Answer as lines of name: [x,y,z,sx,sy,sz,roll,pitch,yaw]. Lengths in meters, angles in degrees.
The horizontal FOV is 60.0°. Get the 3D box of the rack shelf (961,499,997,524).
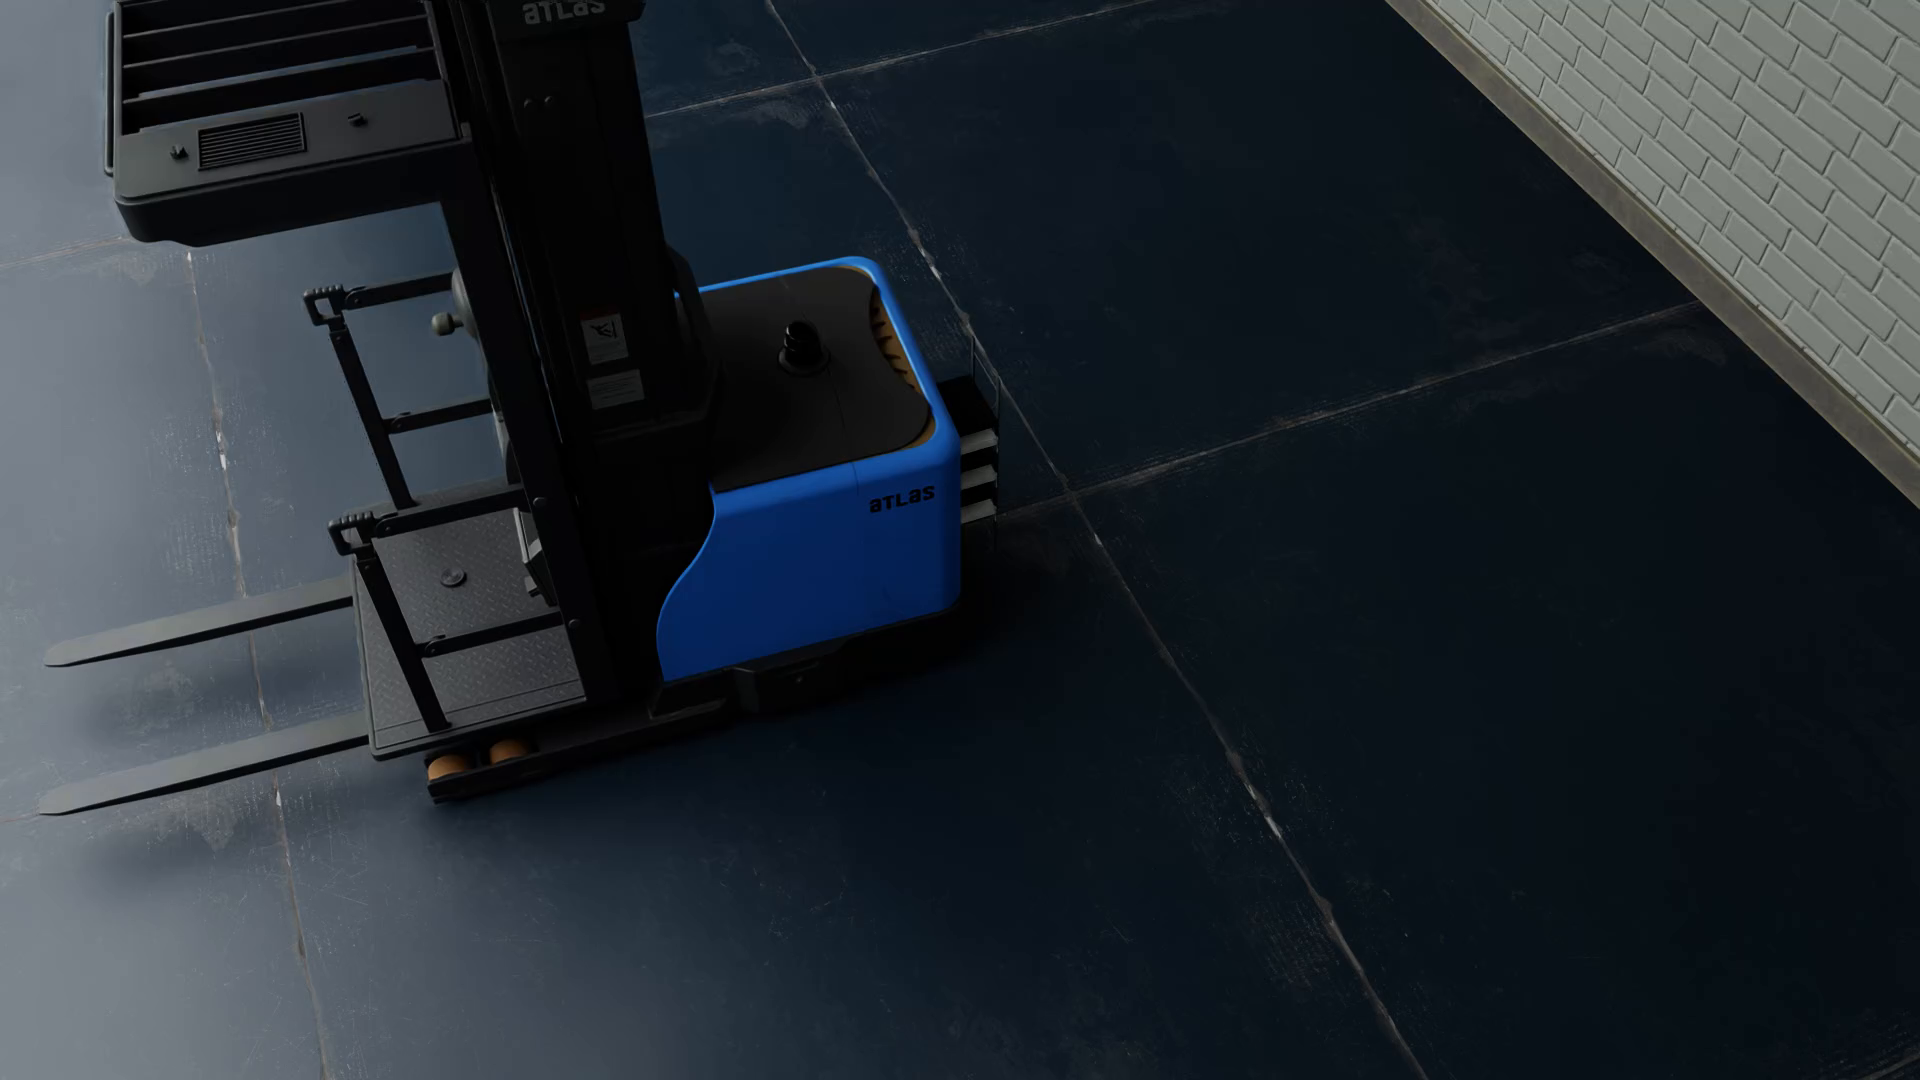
rack shelf: [-0.008,-0.152,6.068,0.200,0.077,0.258,-17,52,-14]

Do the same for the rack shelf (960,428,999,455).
rack shelf: [-0.008,-0.386,5.795,0.200,0.077,0.258,-17,52,-14]

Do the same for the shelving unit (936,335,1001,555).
shelving unit: [-0.008,-0.291,5.907,0.210,0.900,0.258,-17,52,-14]

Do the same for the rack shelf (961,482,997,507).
rack shelf: [-0.008,-0.211,6.000,0.200,0.077,0.258,-17,52,-14]

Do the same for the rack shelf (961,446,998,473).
rack shelf: [-0.008,-0.328,5.864,0.200,0.077,0.258,-17,52,-14]

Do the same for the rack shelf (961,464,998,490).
rack shelf: [-0.008,-0.269,5.932,0.200,0.077,0.258,-17,52,-14]

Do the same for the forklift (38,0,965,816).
forklift: [-1.557,-0.547,4.788,3.031,2.935,1.130,-14,51,-12]

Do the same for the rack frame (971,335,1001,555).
rack frame: [0.087,-0.320,5.932,0.006,0.900,0.240,-17,52,-14]

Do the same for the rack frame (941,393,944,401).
rack frame: [-0.102,-0.262,5.882,0.006,0.900,0.240,-17,52,-14]

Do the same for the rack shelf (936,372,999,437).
rack shelf: [-0.008,-0.445,5.727,0.200,0.077,0.258,-17,52,-14]
